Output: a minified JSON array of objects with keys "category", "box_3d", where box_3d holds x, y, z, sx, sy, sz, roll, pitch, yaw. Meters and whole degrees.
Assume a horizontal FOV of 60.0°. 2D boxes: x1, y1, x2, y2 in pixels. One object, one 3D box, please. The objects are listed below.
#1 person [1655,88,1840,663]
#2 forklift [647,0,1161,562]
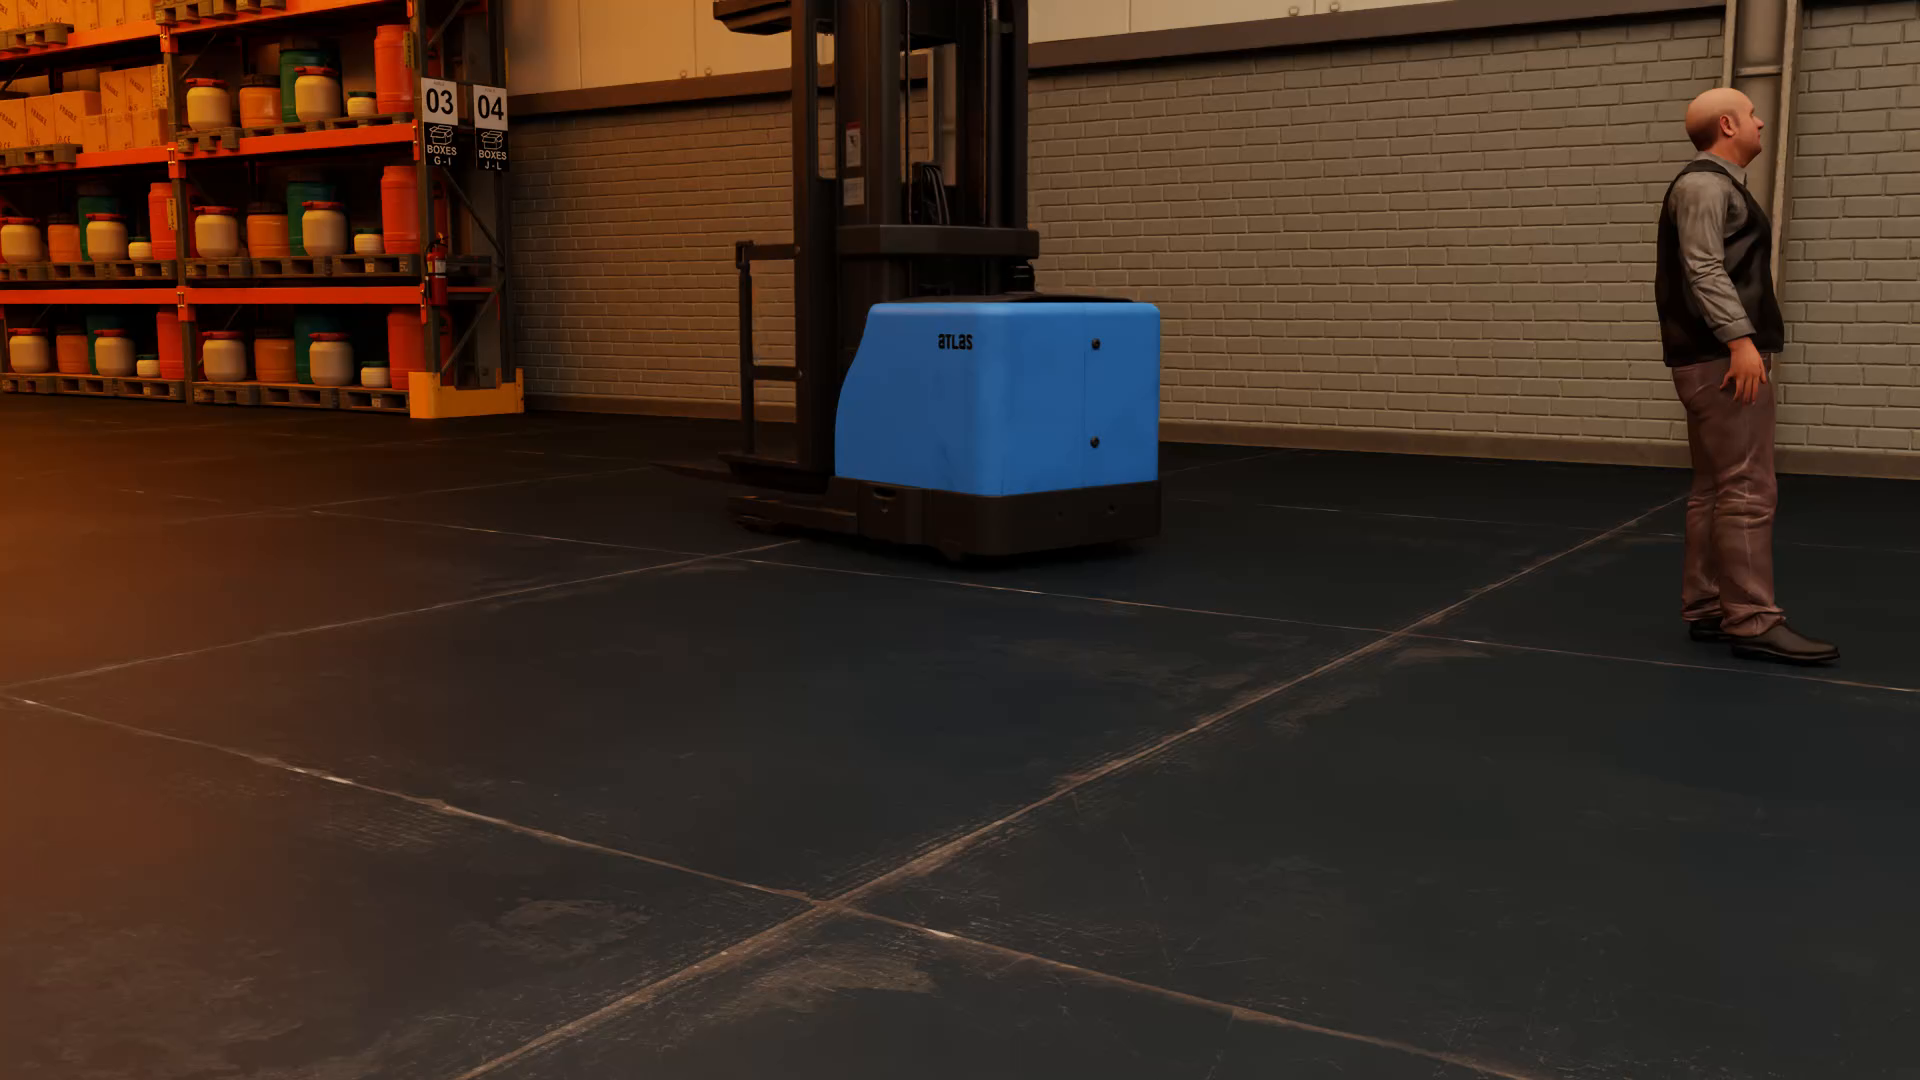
[{"category":"person","box_3d":[2.453,-0.532,5.176,0.566,1.723,0.634,3,9,22]},{"category":"forklift","box_3d":[-0.460,-1.520,7.884,1.130,2.935,3.031,-7,11,-40]}]
